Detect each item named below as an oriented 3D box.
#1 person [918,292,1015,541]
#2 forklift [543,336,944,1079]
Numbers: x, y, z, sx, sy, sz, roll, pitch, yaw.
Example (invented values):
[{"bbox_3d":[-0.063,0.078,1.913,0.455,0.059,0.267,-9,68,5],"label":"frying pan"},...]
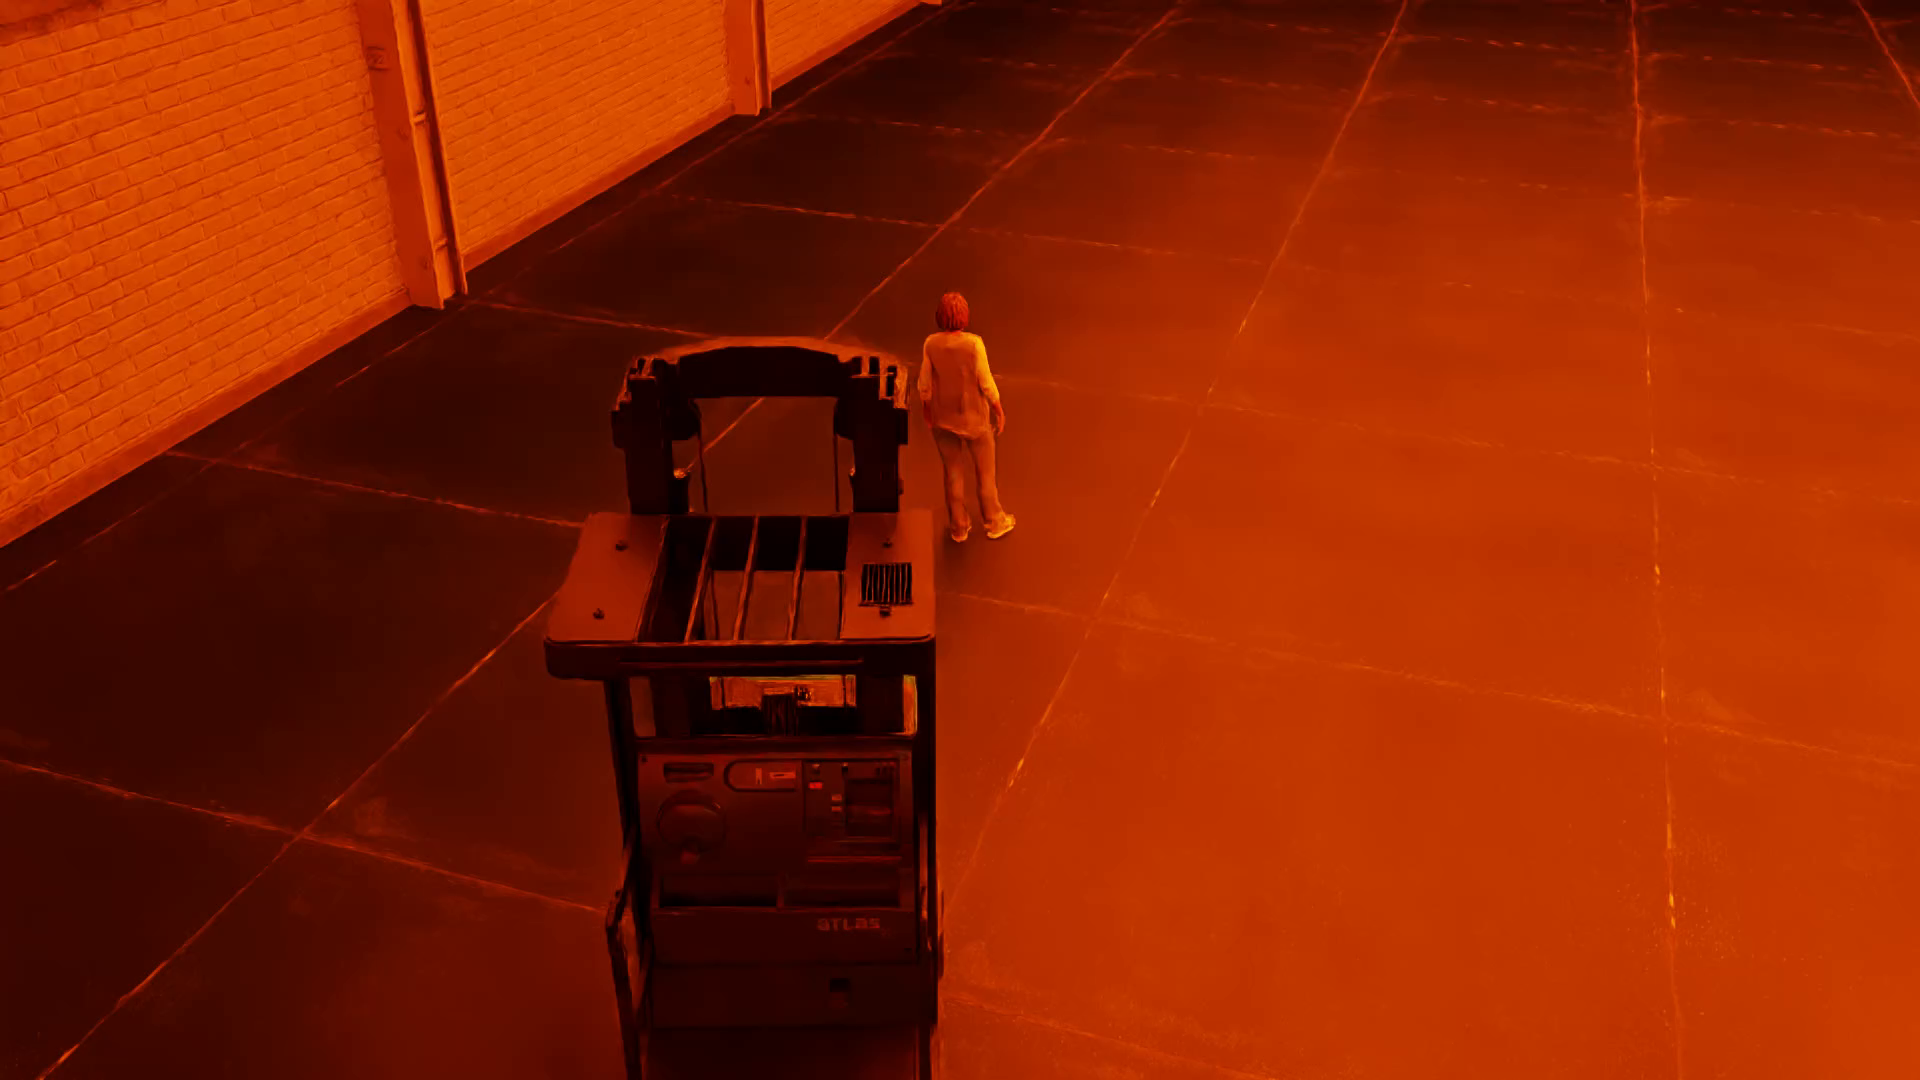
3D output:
[{"bbox_3d":[0.037,-0.732,9.754,0.521,1.597,0.474,10,31,16],"label":"person"},{"bbox_3d":[-0.618,0.948,5.473,1.130,2.935,3.031,-1,30,-1],"label":"forklift"}]
